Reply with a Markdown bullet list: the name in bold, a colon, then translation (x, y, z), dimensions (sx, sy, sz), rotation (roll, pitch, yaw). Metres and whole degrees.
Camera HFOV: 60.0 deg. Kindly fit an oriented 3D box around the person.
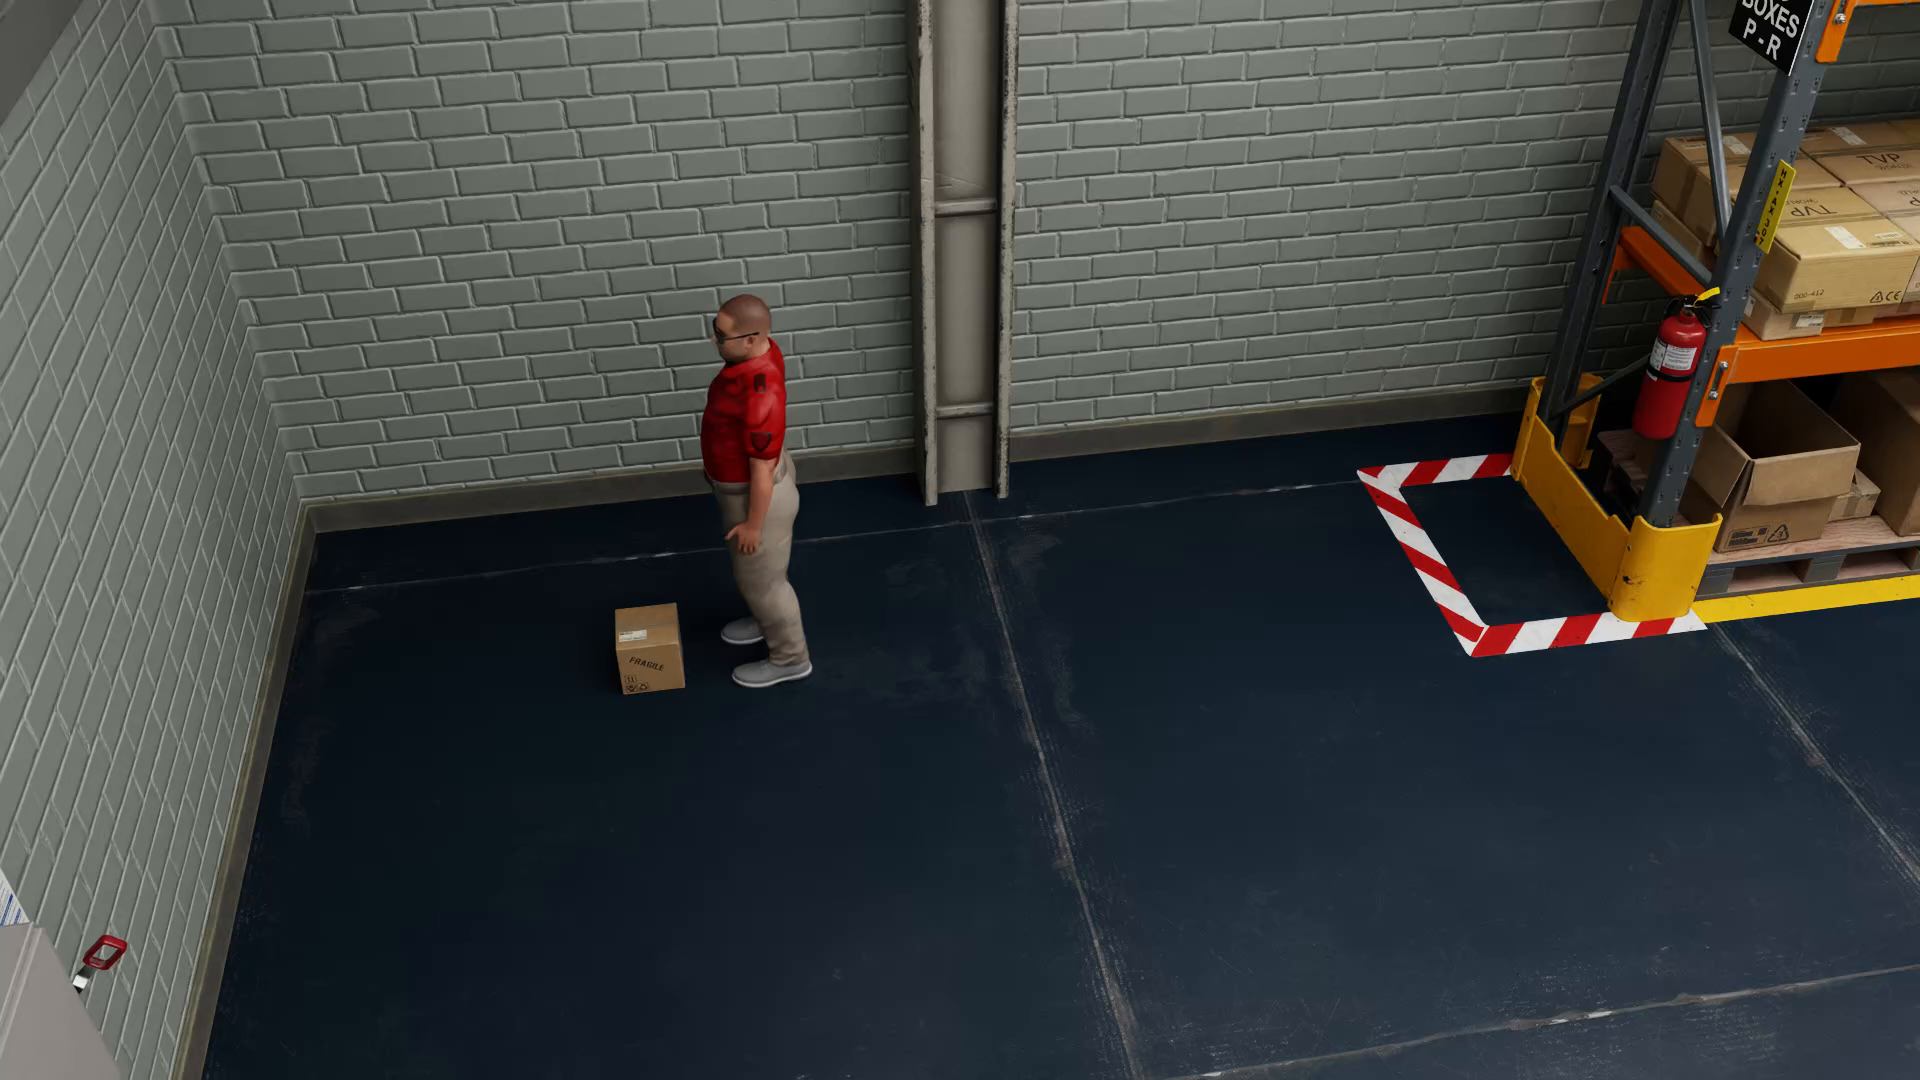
- **person**: translation (-0.805, -0.177, 6.395), dimensions (0.366, 1.725, 0.527), rotation (-6, 39, -7)
